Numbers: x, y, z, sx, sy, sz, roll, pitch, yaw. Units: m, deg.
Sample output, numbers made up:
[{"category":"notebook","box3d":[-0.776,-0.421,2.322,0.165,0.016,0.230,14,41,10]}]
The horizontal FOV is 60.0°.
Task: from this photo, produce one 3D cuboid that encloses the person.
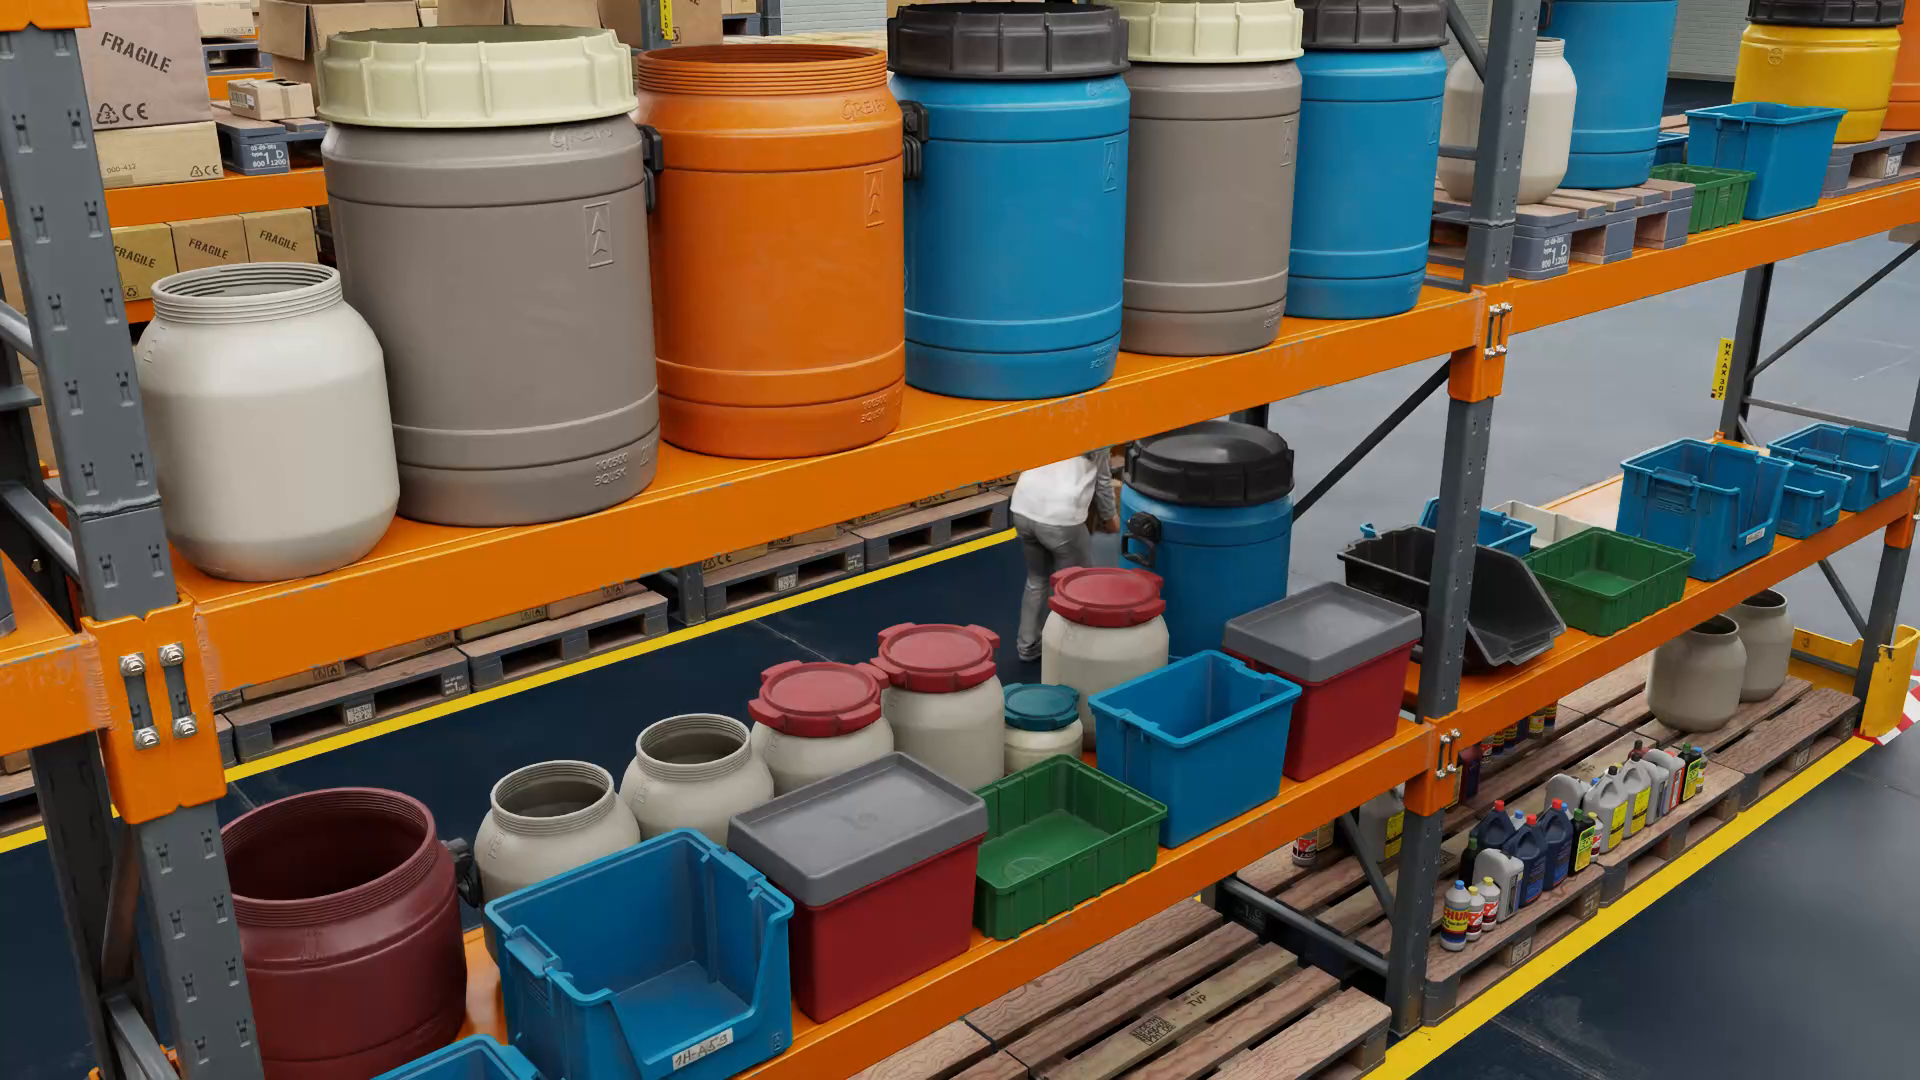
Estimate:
[{"category":"person","box3d":[0.568,-0.143,8.998,0.605,1.723,0.479,-18,27,-38]}]
